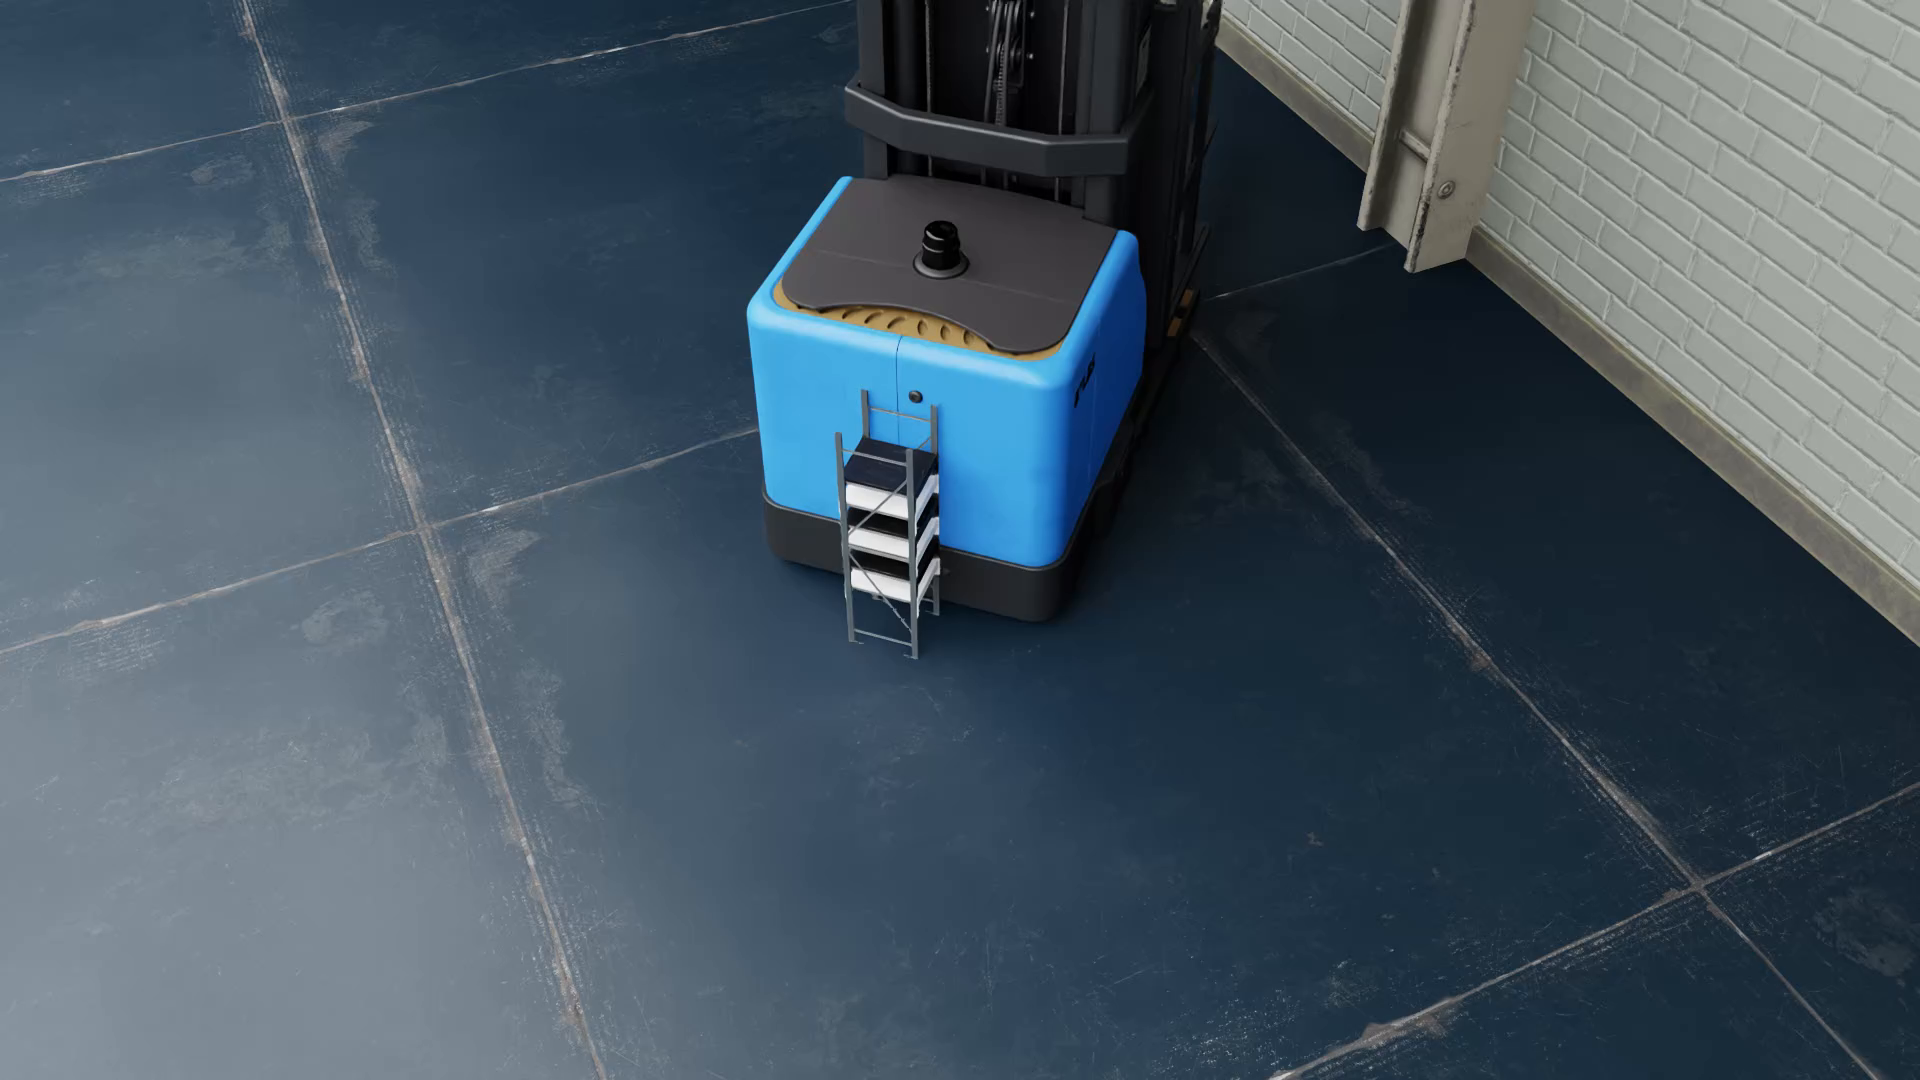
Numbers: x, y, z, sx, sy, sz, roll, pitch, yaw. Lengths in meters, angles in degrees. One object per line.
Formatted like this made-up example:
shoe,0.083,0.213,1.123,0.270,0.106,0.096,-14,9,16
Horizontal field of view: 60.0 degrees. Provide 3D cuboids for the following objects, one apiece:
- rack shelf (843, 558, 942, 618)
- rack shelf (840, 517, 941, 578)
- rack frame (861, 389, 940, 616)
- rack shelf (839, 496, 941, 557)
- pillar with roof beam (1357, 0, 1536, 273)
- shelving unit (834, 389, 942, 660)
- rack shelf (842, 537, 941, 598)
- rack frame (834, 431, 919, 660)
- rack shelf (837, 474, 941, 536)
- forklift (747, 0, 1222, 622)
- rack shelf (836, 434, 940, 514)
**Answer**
rack shelf,-0.214,0.122,5.290,0.258,0.077,0.200,14,46,14
rack shelf,-0.214,-0.007,5.163,0.258,0.077,0.200,14,46,14
rack frame,-0.180,-0.098,5.208,0.240,0.900,0.006,14,46,14
rack shelf,-0.214,-0.071,5.100,0.258,0.077,0.200,14,46,14
pillar with roof beam,-1.988,-3.203,2.589,9.100,9.000,0.400,-18,47,-17
shelving unit,-0.214,-0.030,5.140,0.258,0.900,0.210,14,46,14
rack shelf,-0.214,0.057,5.227,0.258,0.077,0.200,14,46,14
rack frame,-0.247,0.037,5.072,0.240,0.900,0.006,14,46,14
rack shelf,-0.214,-0.135,5.037,0.258,0.077,0.200,14,46,14
forklift,0.313,-1.832,5.520,1.130,2.935,3.031,14,46,14
rack shelf,-0.214,-0.199,4.974,0.258,0.077,0.200,14,46,14
